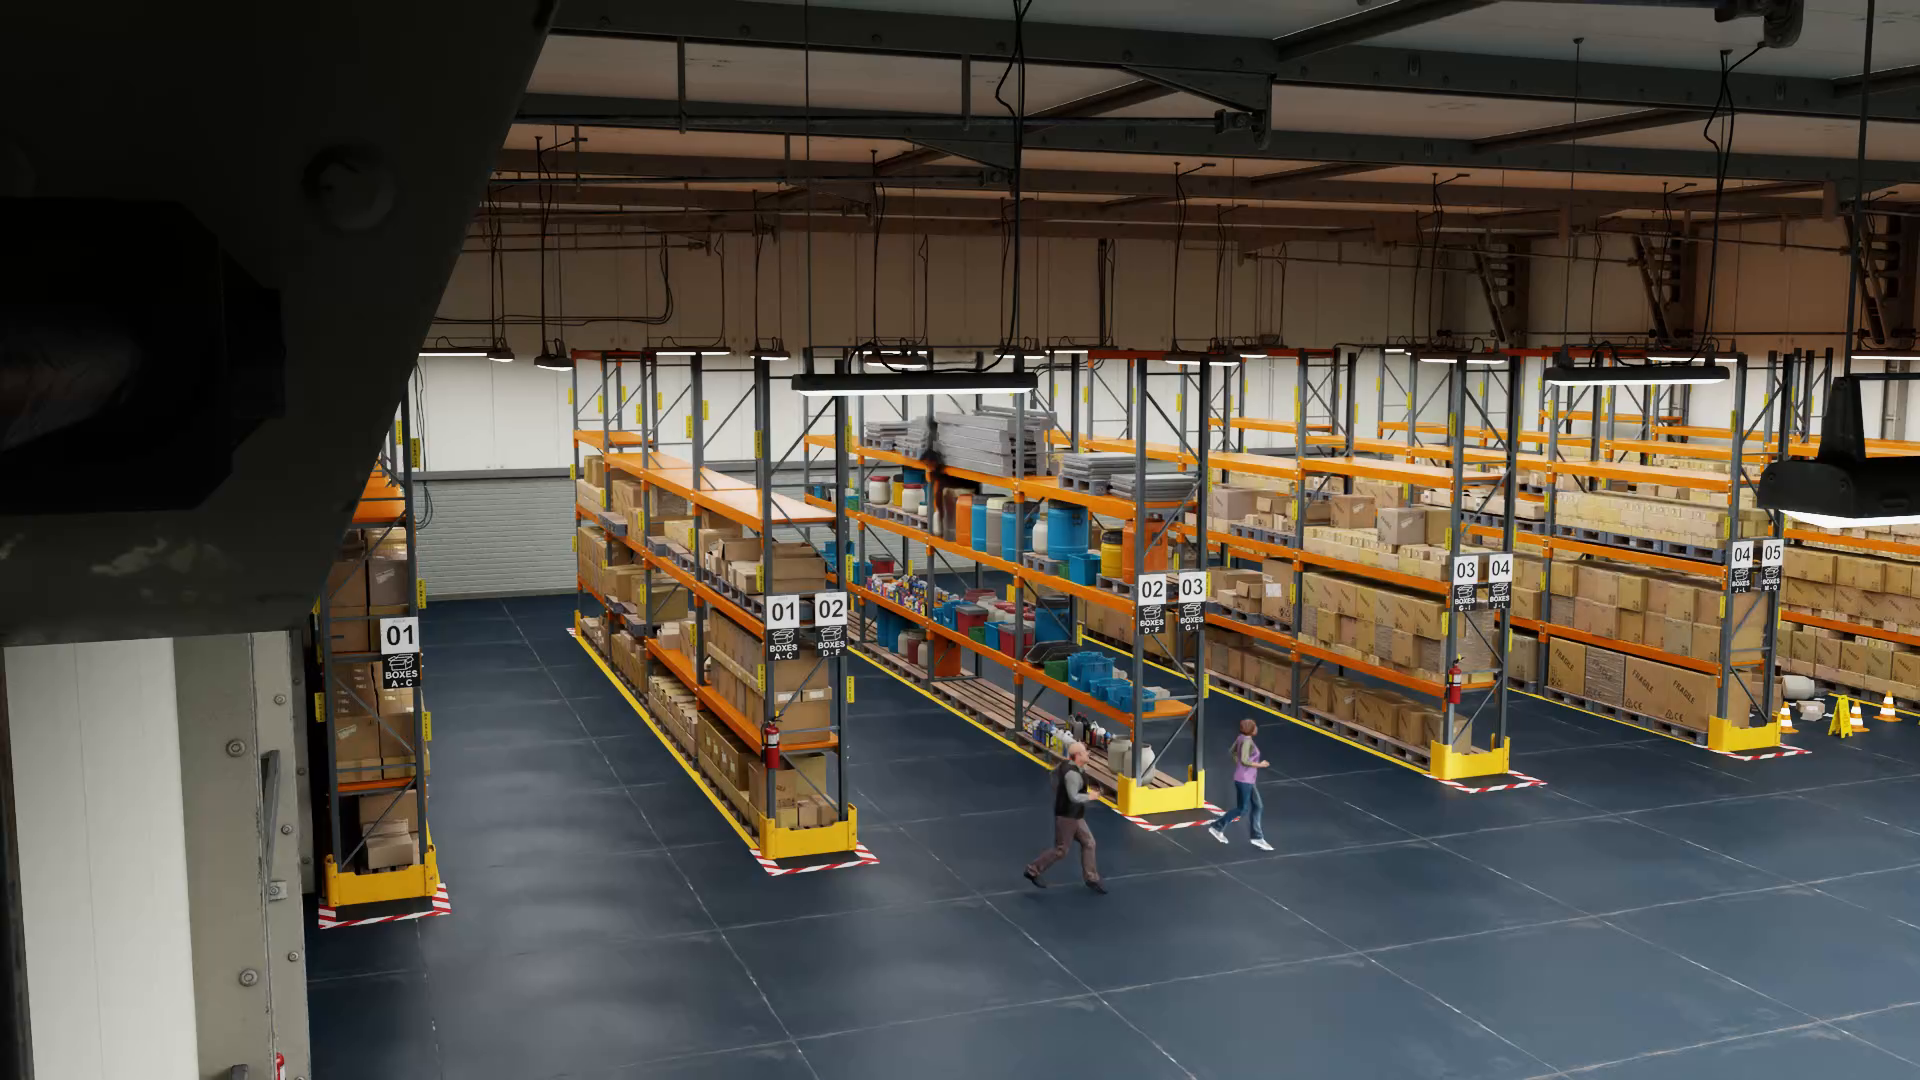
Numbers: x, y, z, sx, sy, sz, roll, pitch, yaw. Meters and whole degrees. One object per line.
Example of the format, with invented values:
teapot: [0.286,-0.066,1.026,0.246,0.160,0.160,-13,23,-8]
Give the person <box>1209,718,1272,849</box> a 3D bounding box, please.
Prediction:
person: [3.485,3.006,20.575,0.777,1.590,0.549,1,7,9]

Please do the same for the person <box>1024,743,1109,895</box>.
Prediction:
person: [1.208,3.156,18.788,0.970,1.755,0.677,0,7,2]

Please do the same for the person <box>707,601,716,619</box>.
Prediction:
person: [-5.166,1.199,34.446,0.671,1.746,0.648,-5,9,-36]
